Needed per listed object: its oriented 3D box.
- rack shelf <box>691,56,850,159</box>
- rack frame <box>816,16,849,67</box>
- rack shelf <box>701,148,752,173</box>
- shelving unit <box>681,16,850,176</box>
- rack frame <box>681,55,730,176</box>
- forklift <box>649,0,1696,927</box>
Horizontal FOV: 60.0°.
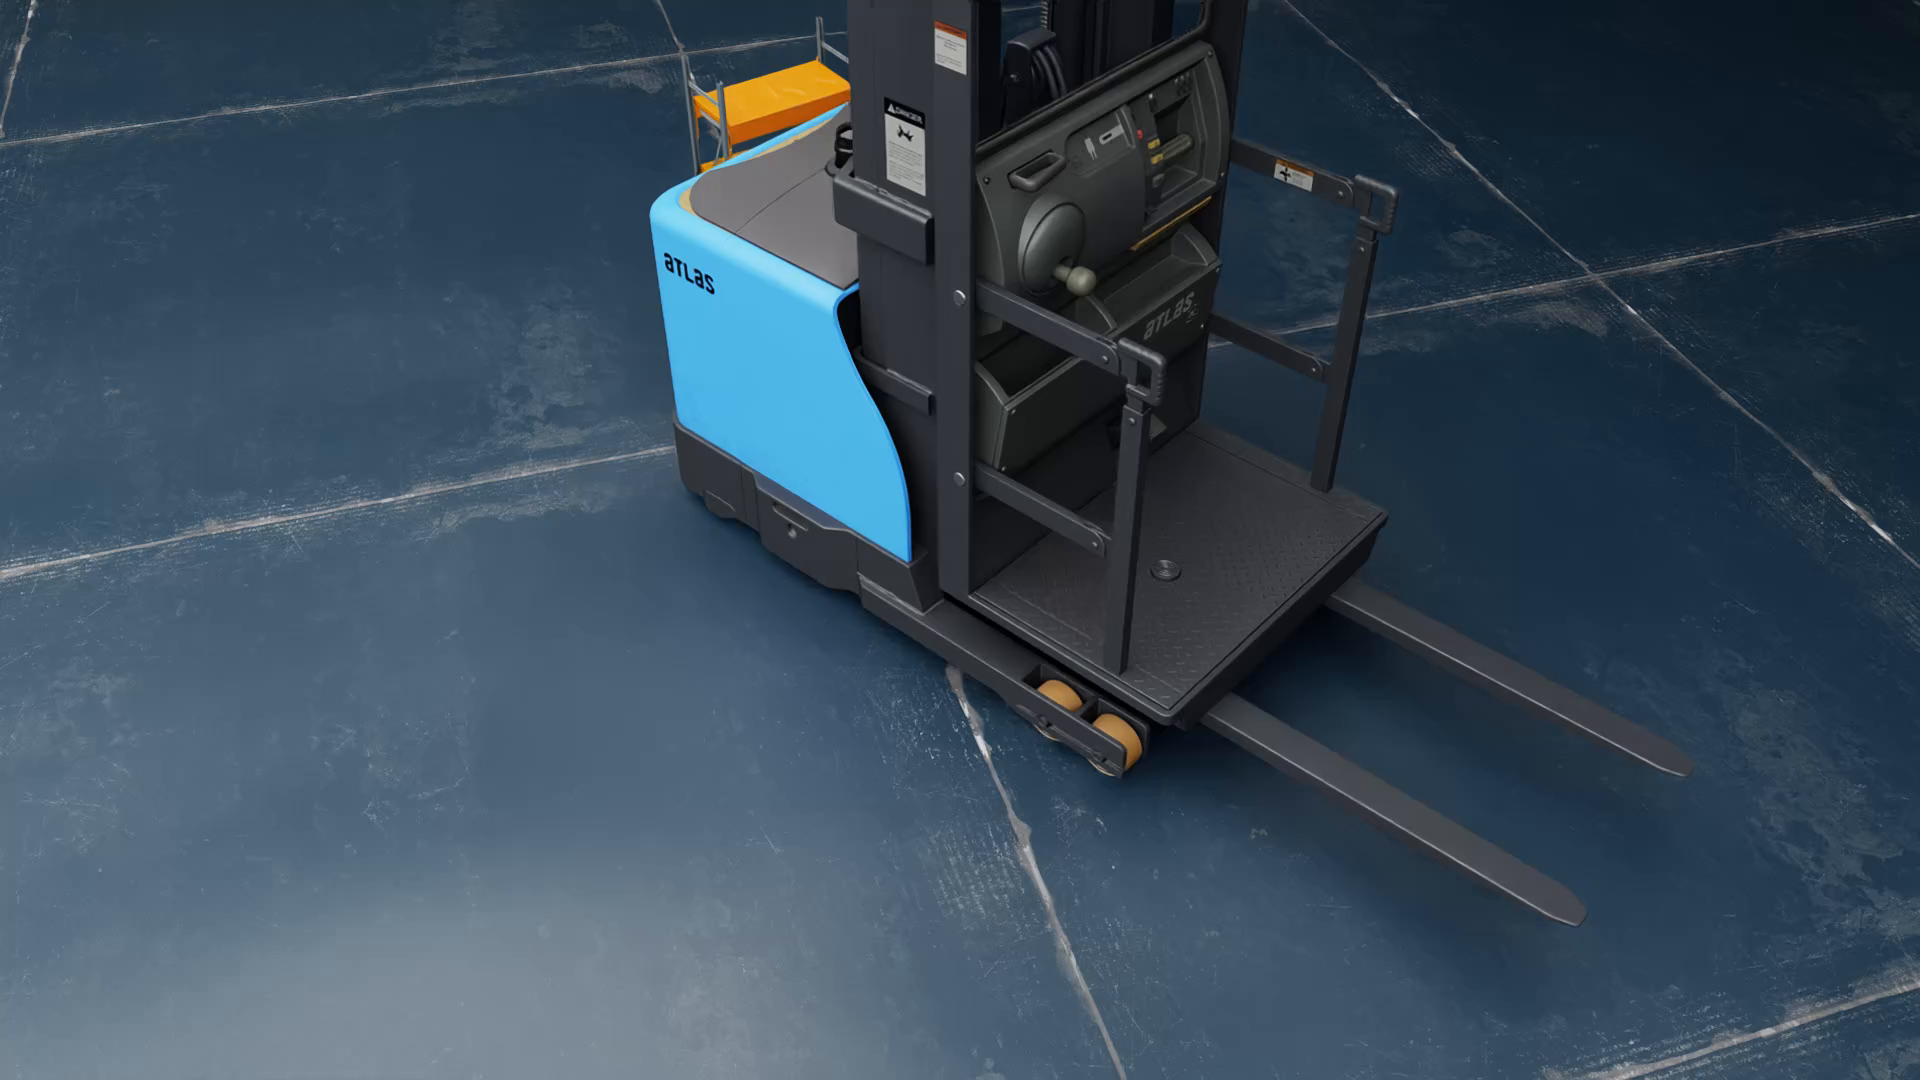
[{"bbox_3d":[-0.588,-1.371,5.310,0.480,0.148,0.258,-25,47,-26],"label":"rack shelf"},{"bbox_3d":[-0.389,-1.168,5.675,0.015,1.200,0.240,-25,47,-26],"label":"rack frame"},{"bbox_3d":[-0.588,-1.193,5.466,0.480,0.148,0.258,-25,47,-26],"label":"rack shelf"},{"bbox_3d":[-0.588,-1.075,5.569,0.503,1.200,0.258,-25,47,-26],"label":"shelving unit"},{"bbox_3d":[-0.786,-0.982,5.462,0.015,1.200,0.240,-25,47,-26],"label":"rack frame"},{"bbox_3d":[0.531,-0.859,4.005,3.031,2.935,1.130,30,49,30],"label":"forklift"}]
